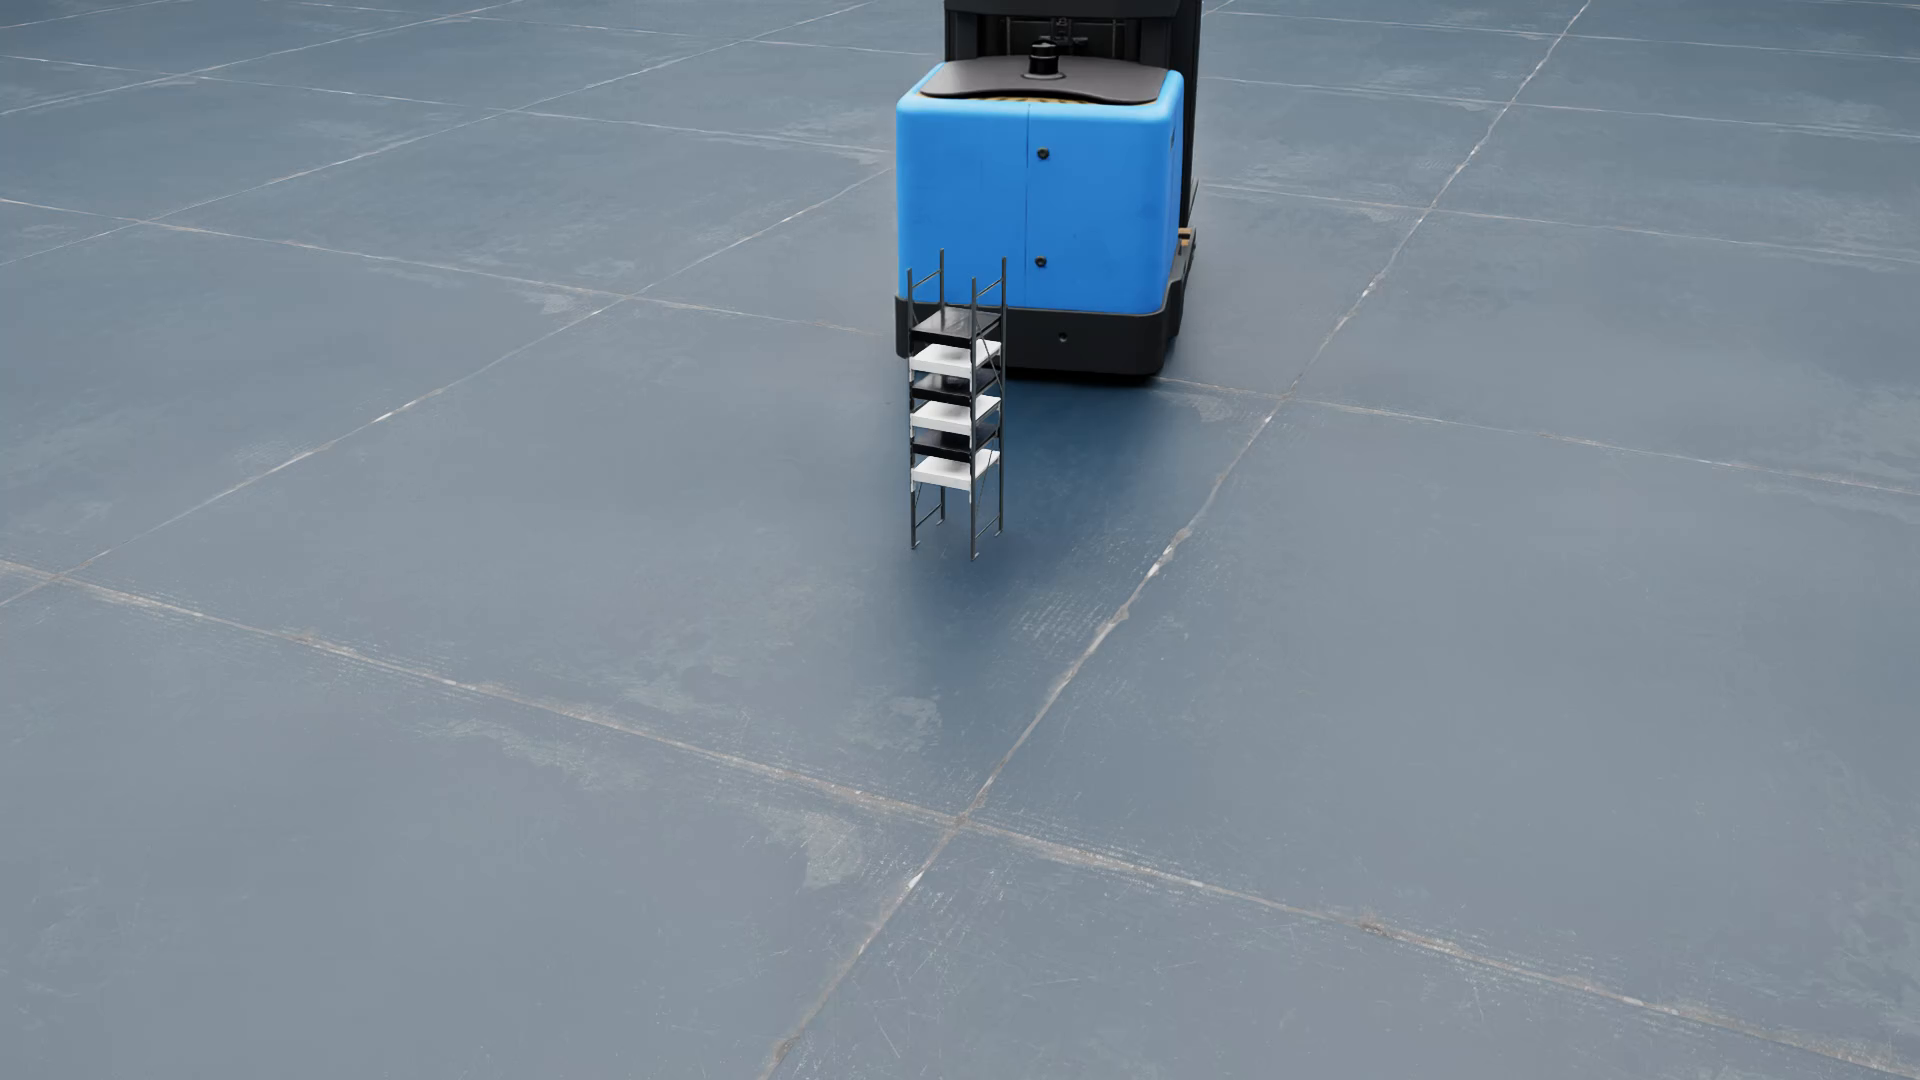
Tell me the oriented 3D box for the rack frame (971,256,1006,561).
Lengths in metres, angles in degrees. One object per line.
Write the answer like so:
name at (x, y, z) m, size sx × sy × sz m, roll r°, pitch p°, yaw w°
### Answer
rack frame at (0.085, -0.387, 5.016) m, size 0.006 × 0.900 × 0.240 m, roll 11°, pitch 28°, yaw 22°

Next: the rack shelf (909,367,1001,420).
rack shelf at (-0.007, -0.456, 5.029) m, size 0.200 × 0.077 × 0.258 m, roll 11°, pitch 28°, yaw 22°

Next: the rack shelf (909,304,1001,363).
rack shelf at (-0.007, -0.618, 4.950) m, size 0.200 × 0.077 × 0.258 m, roll 11°, pitch 28°, yaw 22°

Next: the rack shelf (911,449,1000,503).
rack shelf at (-0.007, -0.214, 5.148) m, size 0.200 × 0.077 × 0.258 m, roll 11°, pitch 28°, yaw 22°

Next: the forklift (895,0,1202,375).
forklift at (0.522, -2.574, 7.159) m, size 1.130 × 2.935 × 3.031 m, roll 5°, pitch 27°, yaw 9°

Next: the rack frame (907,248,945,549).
rack frame at (-0.100, -0.424, 5.092) m, size 0.006 × 0.900 × 0.240 m, roll 11°, pitch 28°, yaw 22°

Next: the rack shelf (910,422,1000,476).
rack shelf at (-0.007, -0.295, 5.109) m, size 0.200 × 0.077 × 0.258 m, roll 11°, pitch 28°, yaw 22°

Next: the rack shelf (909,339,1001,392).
rack shelf at (-0.007, -0.537, 4.989) m, size 0.200 × 0.077 × 0.258 m, roll 11°, pitch 28°, yaw 22°

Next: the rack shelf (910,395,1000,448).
rack shelf at (-0.007, -0.375, 5.069) m, size 0.200 × 0.077 × 0.258 m, roll 11°, pitch 28°, yaw 22°

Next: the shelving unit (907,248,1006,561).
shelving unit at (-0.007, -0.405, 5.054) m, size 0.210 × 0.900 × 0.258 m, roll 11°, pitch 28°, yaw 22°
